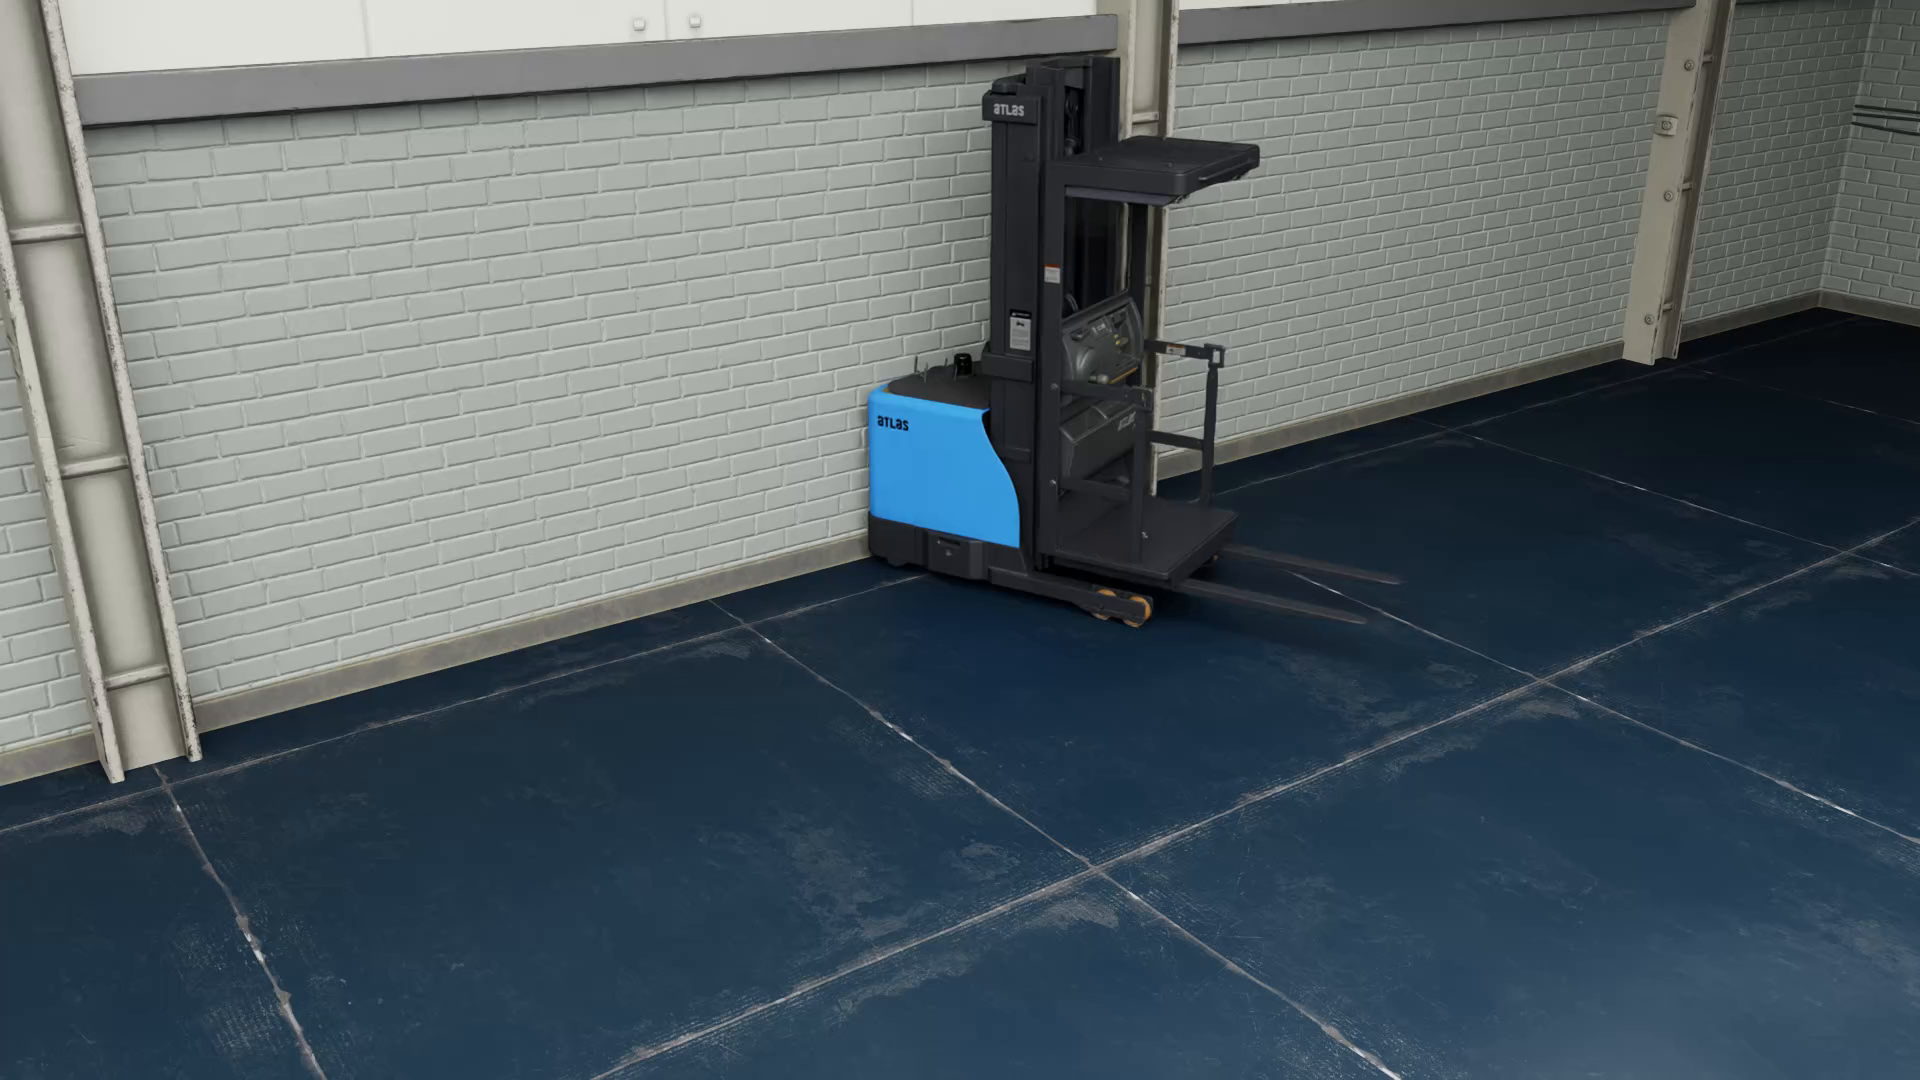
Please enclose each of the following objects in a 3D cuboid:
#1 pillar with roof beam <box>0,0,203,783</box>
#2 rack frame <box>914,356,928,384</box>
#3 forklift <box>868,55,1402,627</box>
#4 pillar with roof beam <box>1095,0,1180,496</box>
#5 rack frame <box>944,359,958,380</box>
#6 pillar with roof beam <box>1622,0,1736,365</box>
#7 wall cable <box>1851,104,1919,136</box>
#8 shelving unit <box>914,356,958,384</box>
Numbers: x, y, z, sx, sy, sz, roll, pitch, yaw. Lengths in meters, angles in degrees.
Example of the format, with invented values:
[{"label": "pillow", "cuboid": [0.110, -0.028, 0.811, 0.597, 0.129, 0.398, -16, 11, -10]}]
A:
[{"label": "pillar with roof beam", "cuboid": [-1.295, -1.859, 2.914, 0.400, 9.000, 9.100, -15, 26, -33]}, {"label": "rack frame", "cuboid": [-0.308, -0.490, 9.953, 0.006, 1.200, 0.240, 3, 16, -18]}, {"label": "forklift", "cuboid": [0.980, -1.106, 9.214, 3.031, 2.935, 1.130, 12, 25, 28]}, {"label": "pillar with roof beam", "cuboid": [3.576, -3.158, 6.168, 0.400, 9.000, 9.100, -15, 26, -33]}, {"label": "rack frame", "cuboid": [-0.134, -0.479, 10.009, 0.006, 1.200, 0.240, 3, 16, -18]}, {"label": "pillar with roof beam", "cuboid": [8.446, -4.457, 9.423, 0.400, 9.000, 9.100, -15, 26, -33]}, {"label": "wall cable", "cuboid": [9.096, -4.549, 13.845, 0.112, 2.526, 3.097, -15, 26, -33]}, {"label": "shelving unit", "cuboid": [-0.221, -0.485, 9.981, 0.189, 1.200, 0.258, 3, 16, -18]}]
